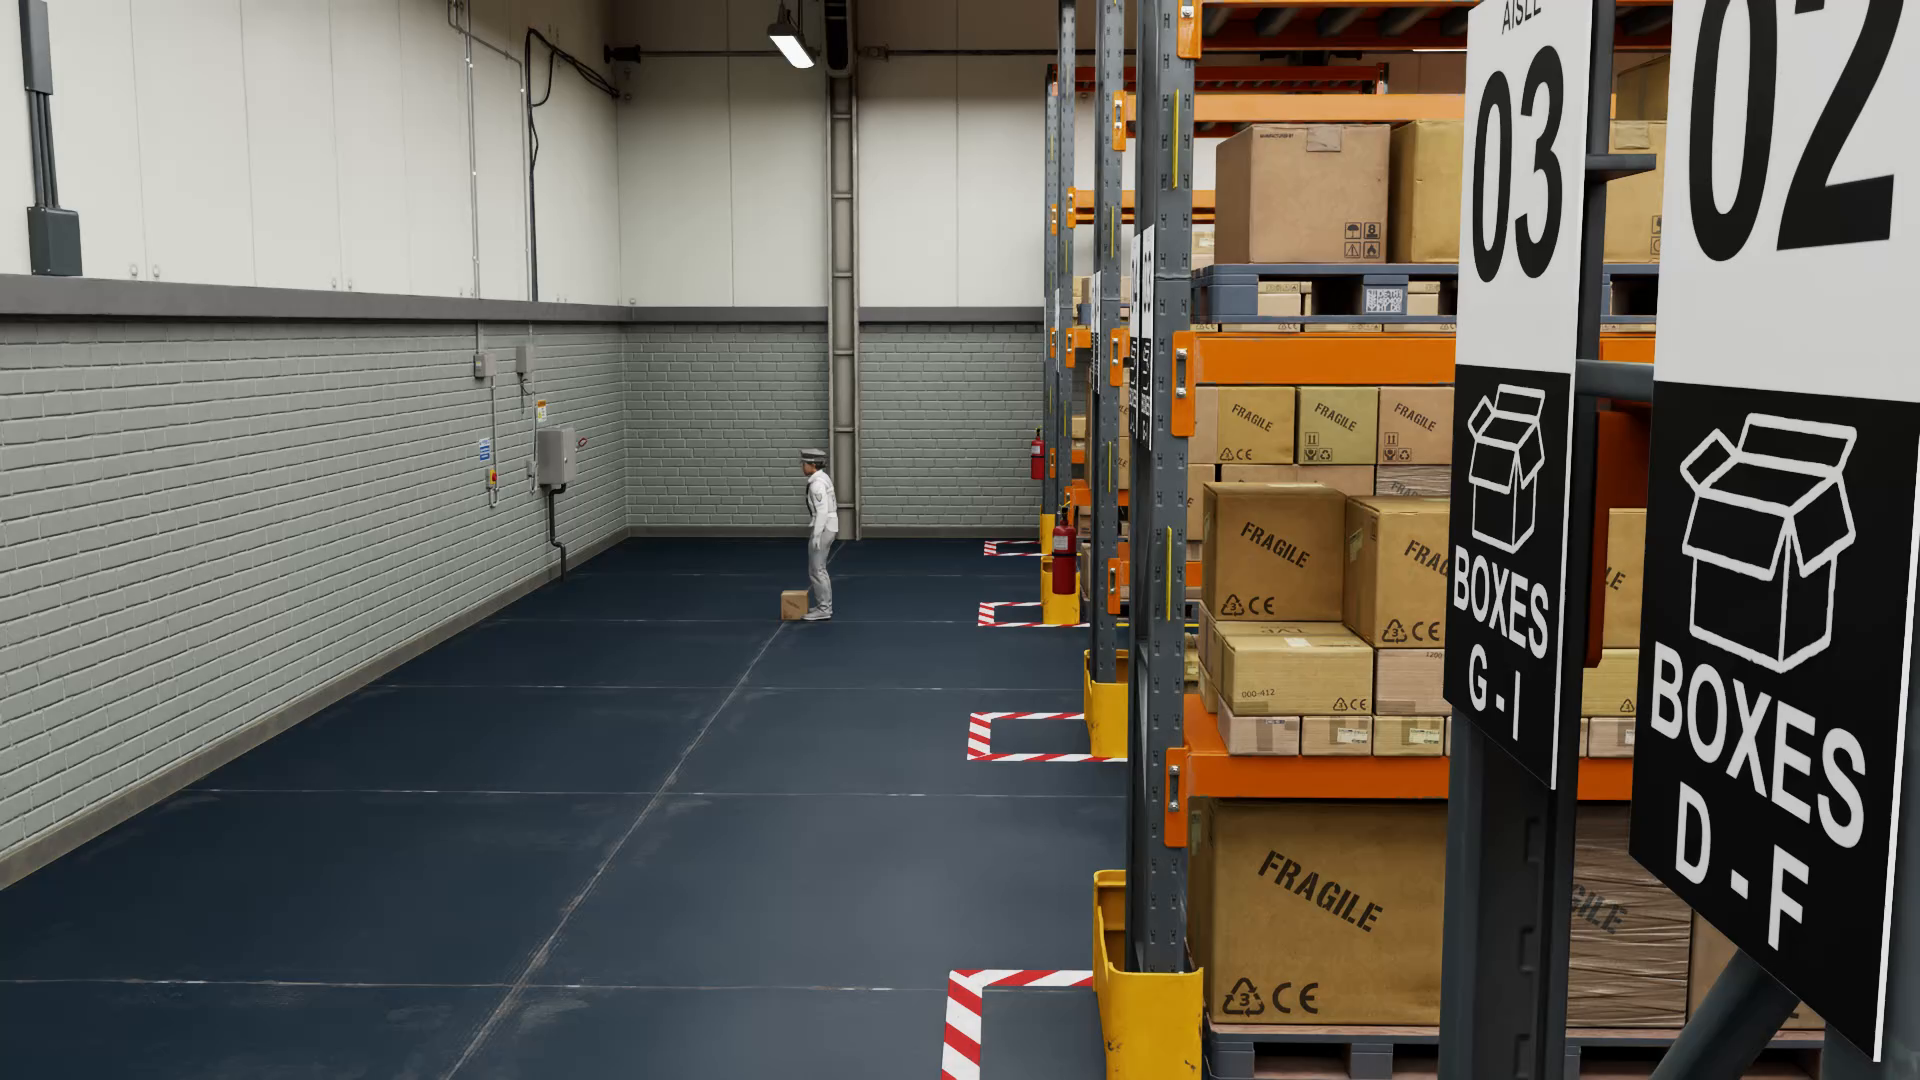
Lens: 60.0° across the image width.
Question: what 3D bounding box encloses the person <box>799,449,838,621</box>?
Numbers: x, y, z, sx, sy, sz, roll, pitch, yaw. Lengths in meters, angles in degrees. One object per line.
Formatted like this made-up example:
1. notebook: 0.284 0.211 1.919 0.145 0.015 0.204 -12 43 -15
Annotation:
1. person: -1.375 -0.059 16.228 0.376 1.662 0.530 0 7 -1
